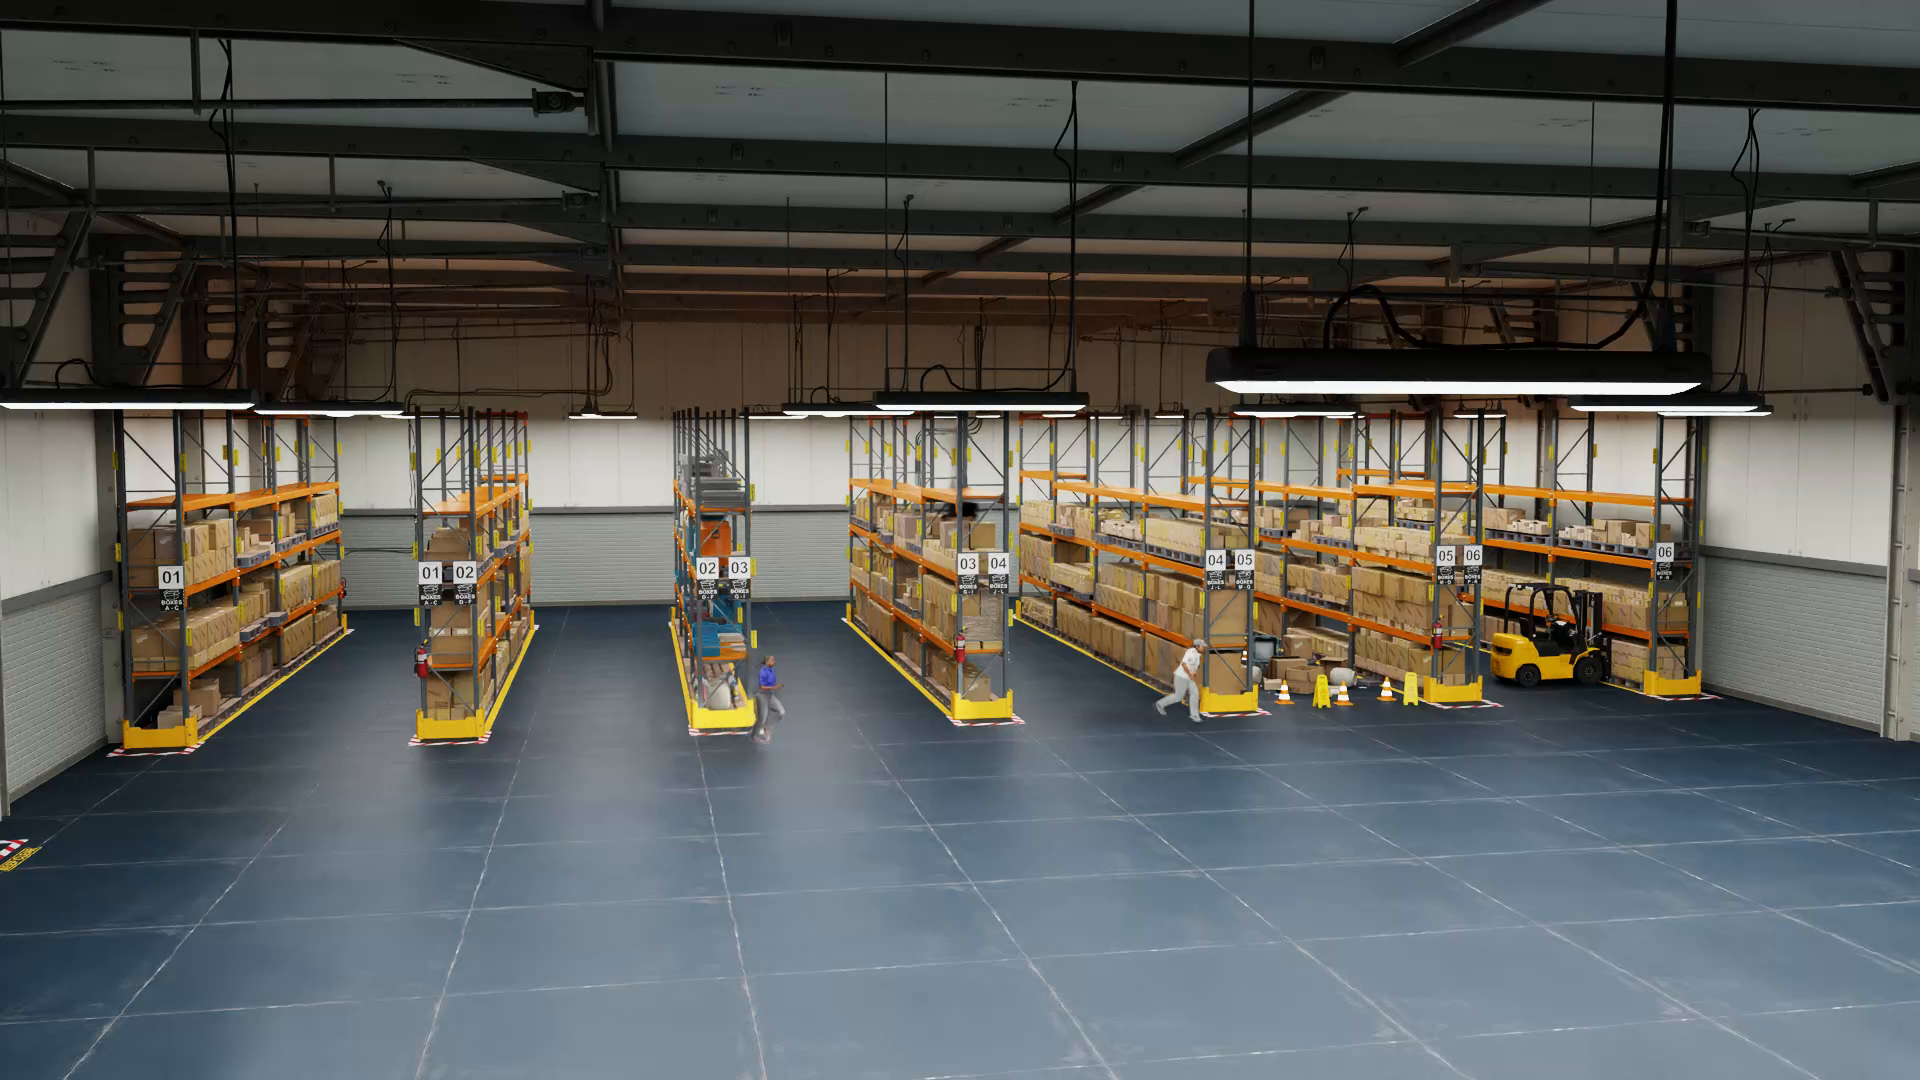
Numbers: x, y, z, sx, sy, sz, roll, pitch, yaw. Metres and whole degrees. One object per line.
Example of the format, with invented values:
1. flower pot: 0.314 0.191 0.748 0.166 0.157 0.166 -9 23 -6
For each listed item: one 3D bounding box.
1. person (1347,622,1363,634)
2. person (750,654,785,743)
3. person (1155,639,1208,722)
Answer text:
1. person: 10.121 1.882 42.350 0.550 1.721 0.816 -1 4 -16
2. person: -3.405 2.806 29.425 0.762 1.605 0.607 2 4 24
3. person: 4.249 2.690 31.880 1.012 1.623 0.631 1 4 15
